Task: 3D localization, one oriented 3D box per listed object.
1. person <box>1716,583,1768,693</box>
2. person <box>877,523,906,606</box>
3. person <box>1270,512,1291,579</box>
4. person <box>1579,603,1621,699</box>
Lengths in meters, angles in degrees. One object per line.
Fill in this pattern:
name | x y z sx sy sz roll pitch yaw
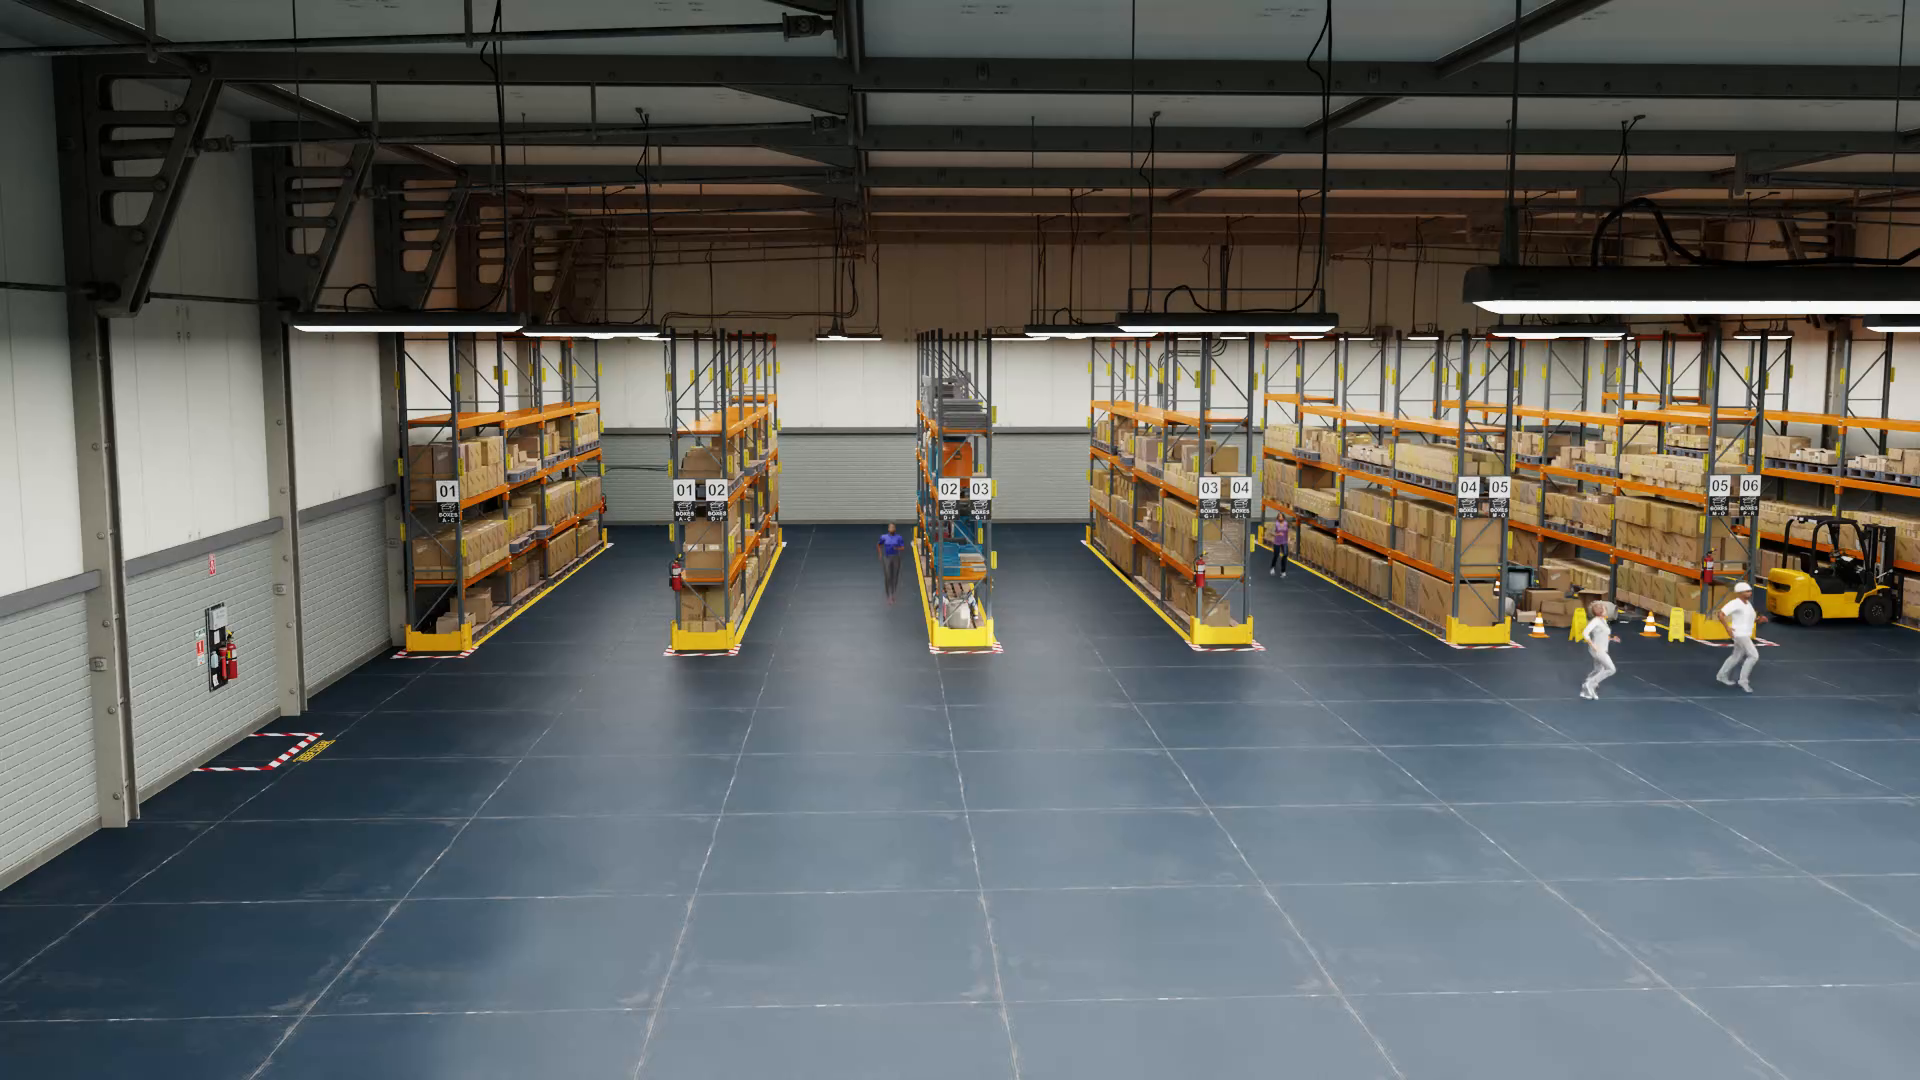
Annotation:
person | 12.943 1.612 27.529 0.757 1.824 0.670 5 9 39
person | -1.429 0.477 34.931 0.562 1.692 0.823 -1 7 -9
person | 7.876 0.119 40.865 0.547 1.632 0.839 0 7 0
person | 10.286 1.795 26.697 0.596 1.562 0.515 3 8 27
